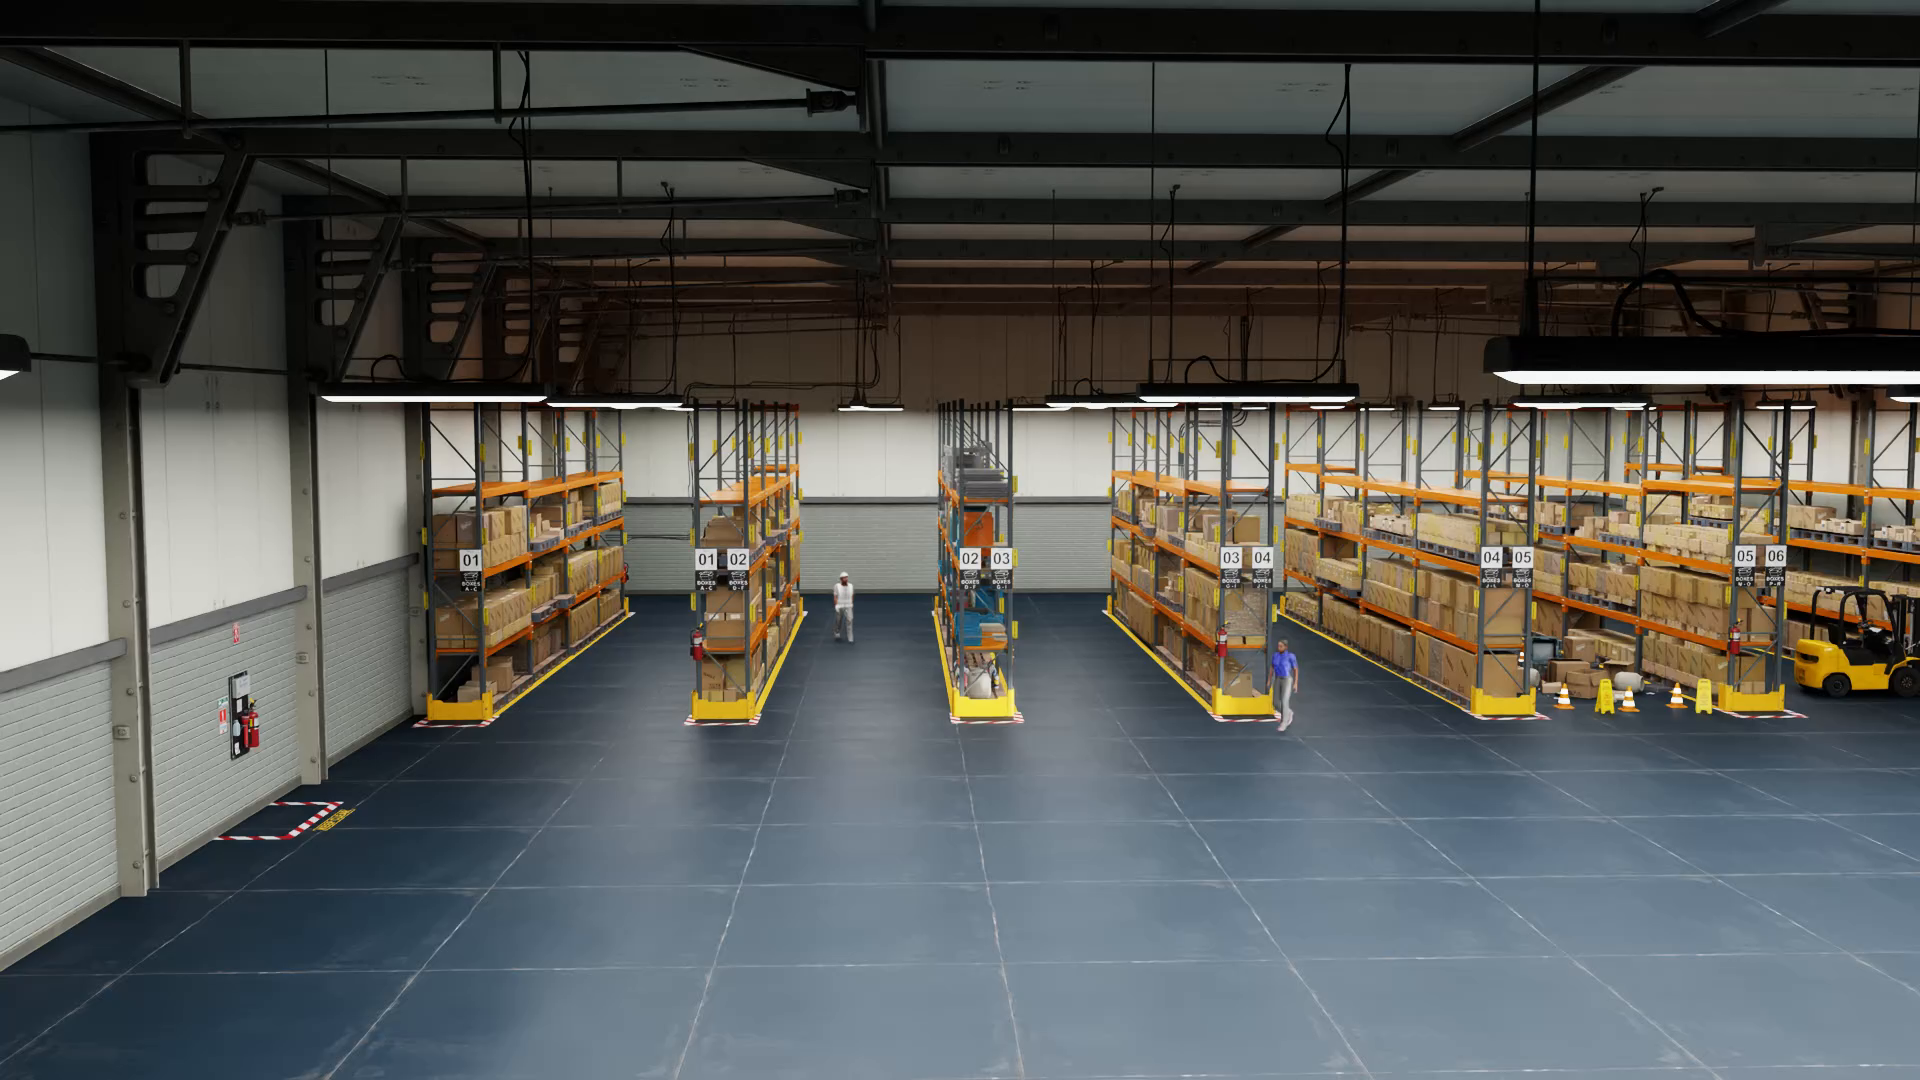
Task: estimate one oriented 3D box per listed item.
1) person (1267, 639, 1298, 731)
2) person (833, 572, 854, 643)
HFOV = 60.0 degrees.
[{"bbox_3d":[5.894,2.607,30.186,0.629,1.635,0.586,-4,6,-42],"label":"person"},{"bbox_3d":[-2.905,1.679,41.630,0.531,1.739,1.065,-1,4,-12],"label":"person"}]
